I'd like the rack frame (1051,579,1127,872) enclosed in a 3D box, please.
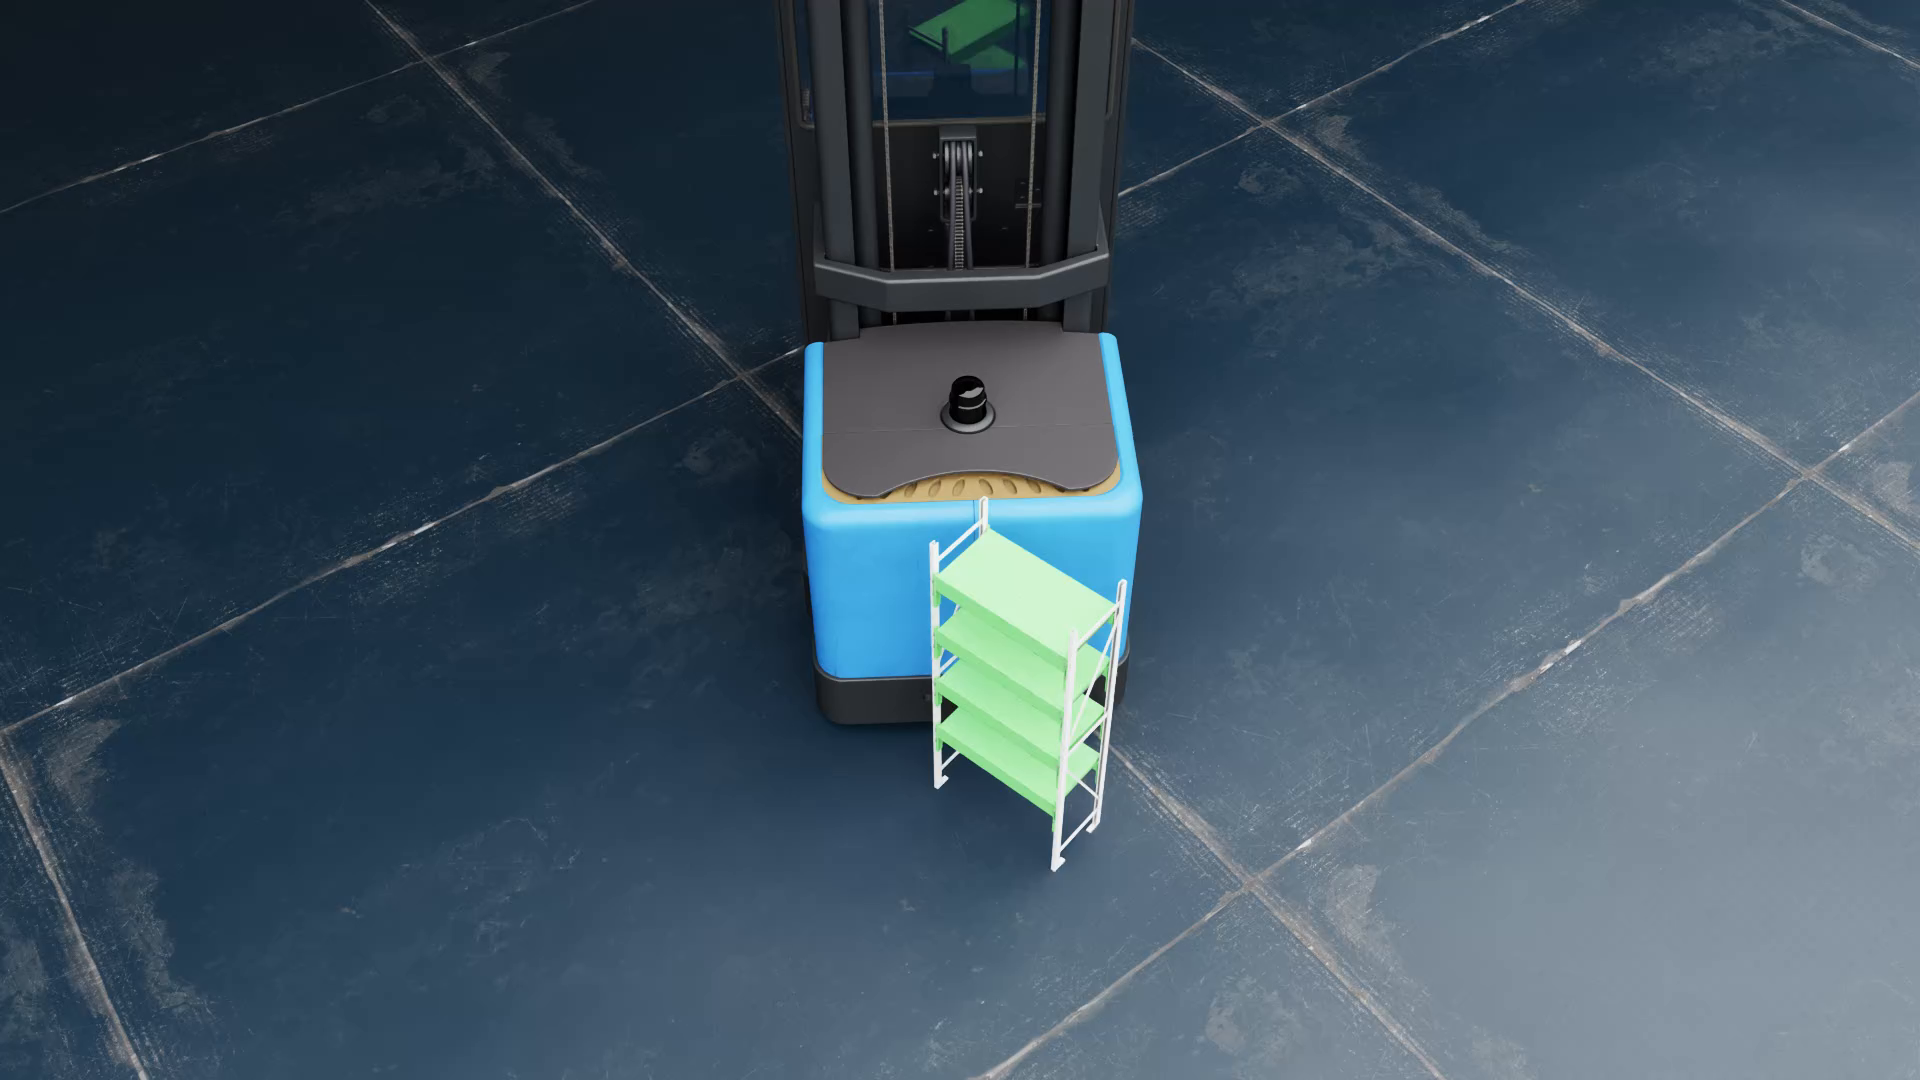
[{"bbox_3d":[0.372,0.581,4.913,0.015,1.200,0.240,32,55,25],"label":"rack frame"}]

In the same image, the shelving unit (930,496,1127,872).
[{"bbox_3d":[0.185,0.465,5.018,0.503,1.200,0.258,32,55,25],"label":"shelving unit"}]

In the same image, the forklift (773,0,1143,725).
[{"bbox_3d":[-0.031,-1.451,5.587,1.130,2.935,3.031,-2,48,-2],"label":"forklift"}]

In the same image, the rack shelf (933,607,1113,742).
[{"bbox_3d":[0.185,0.347,4.888,0.480,0.148,0.258,32,55,25],"label":"rack shelf"}]

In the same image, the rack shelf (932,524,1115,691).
[{"bbox_3d":[0.185,0.186,4.710,0.480,0.148,0.258,32,55,25],"label":"rack shelf"}]

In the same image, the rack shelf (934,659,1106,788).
[{"bbox_3d":[0.185,0.508,5.066,0.480,0.148,0.258,32,55,25],"label":"rack shelf"}]

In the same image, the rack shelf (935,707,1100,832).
[{"bbox_3d":[0.185,0.669,5.243,0.480,0.148,0.258,32,55,25],"label":"rack shelf"}]

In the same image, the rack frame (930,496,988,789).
[{"bbox_3d":[-0.002,0.350,5.123,0.015,1.200,0.240,32,55,25],"label":"rack frame"}]
